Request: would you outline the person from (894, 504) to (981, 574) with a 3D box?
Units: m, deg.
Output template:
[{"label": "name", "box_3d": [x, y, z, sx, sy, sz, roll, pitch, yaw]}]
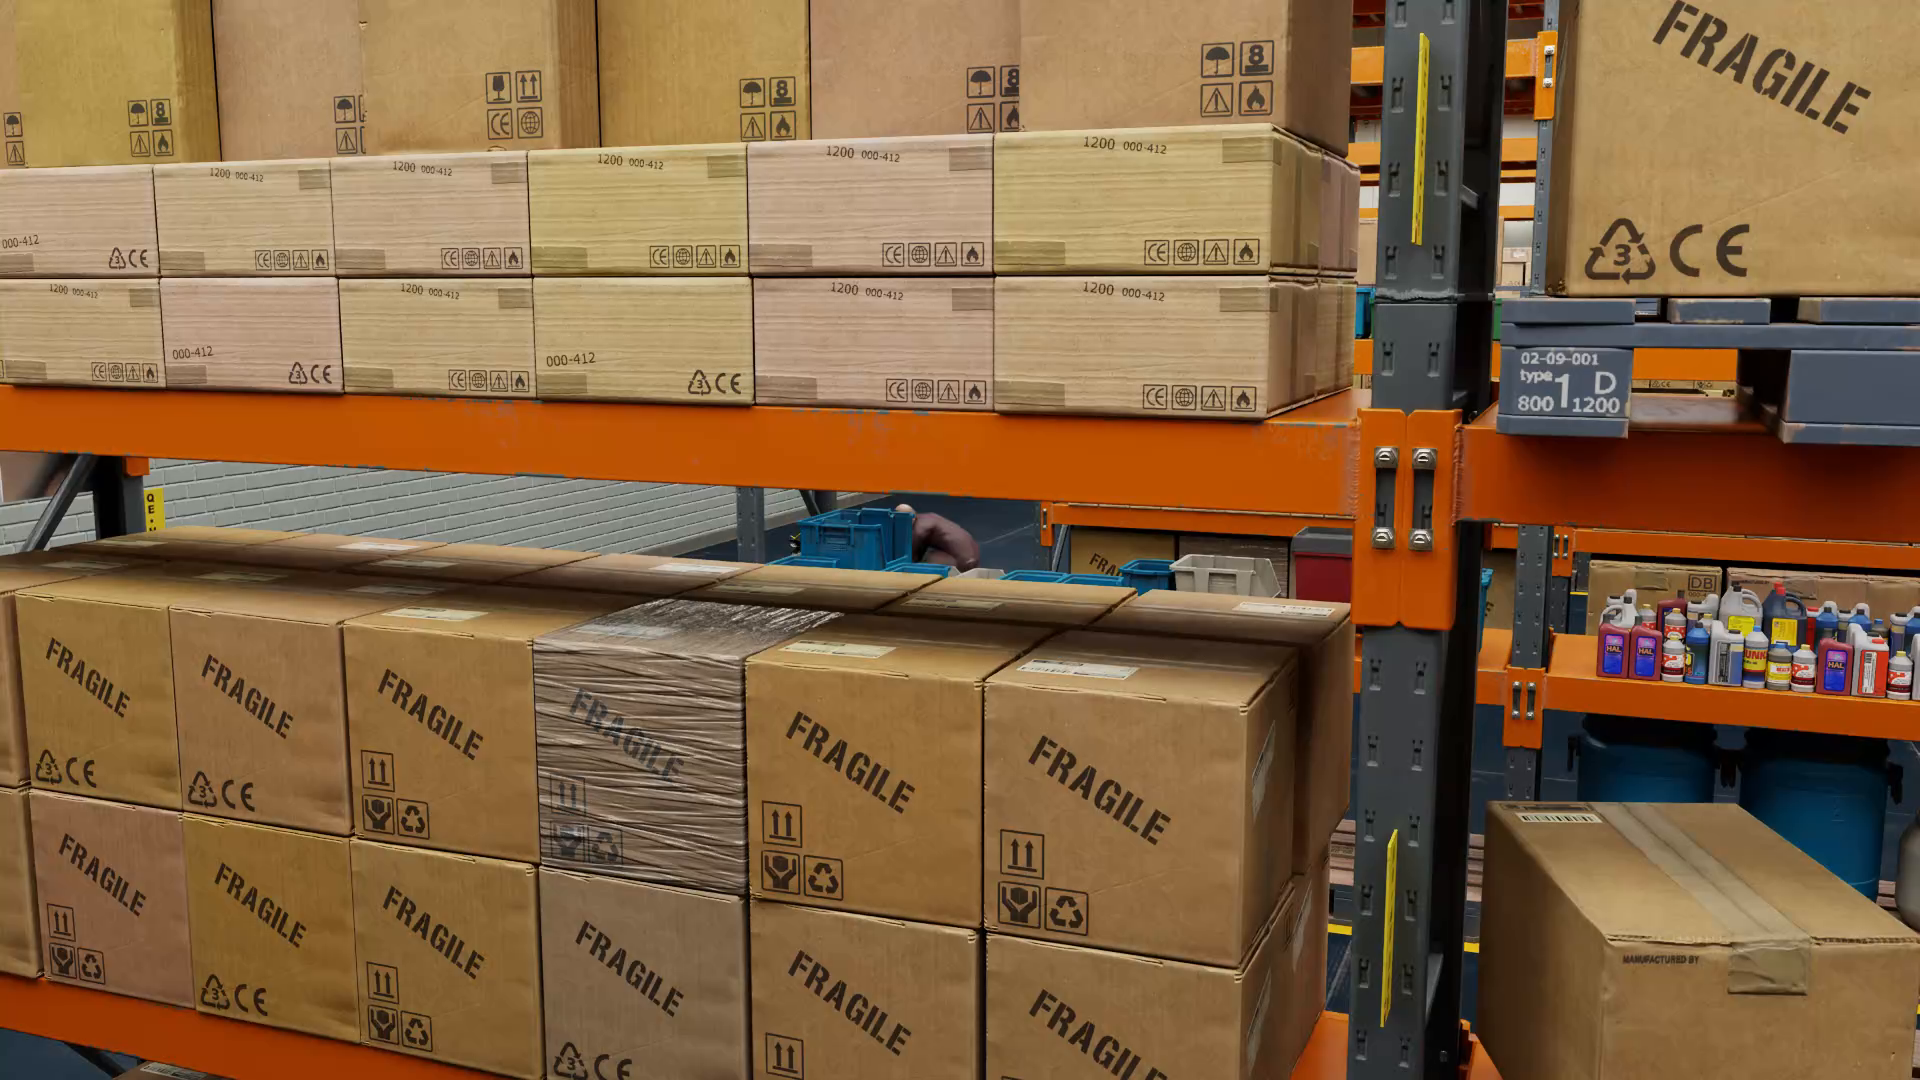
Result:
[{"label": "person", "box_3d": [-0.260, 0.168, 15.982, 0.940, 0.980, 0.577, 3, 9, 20]}]
